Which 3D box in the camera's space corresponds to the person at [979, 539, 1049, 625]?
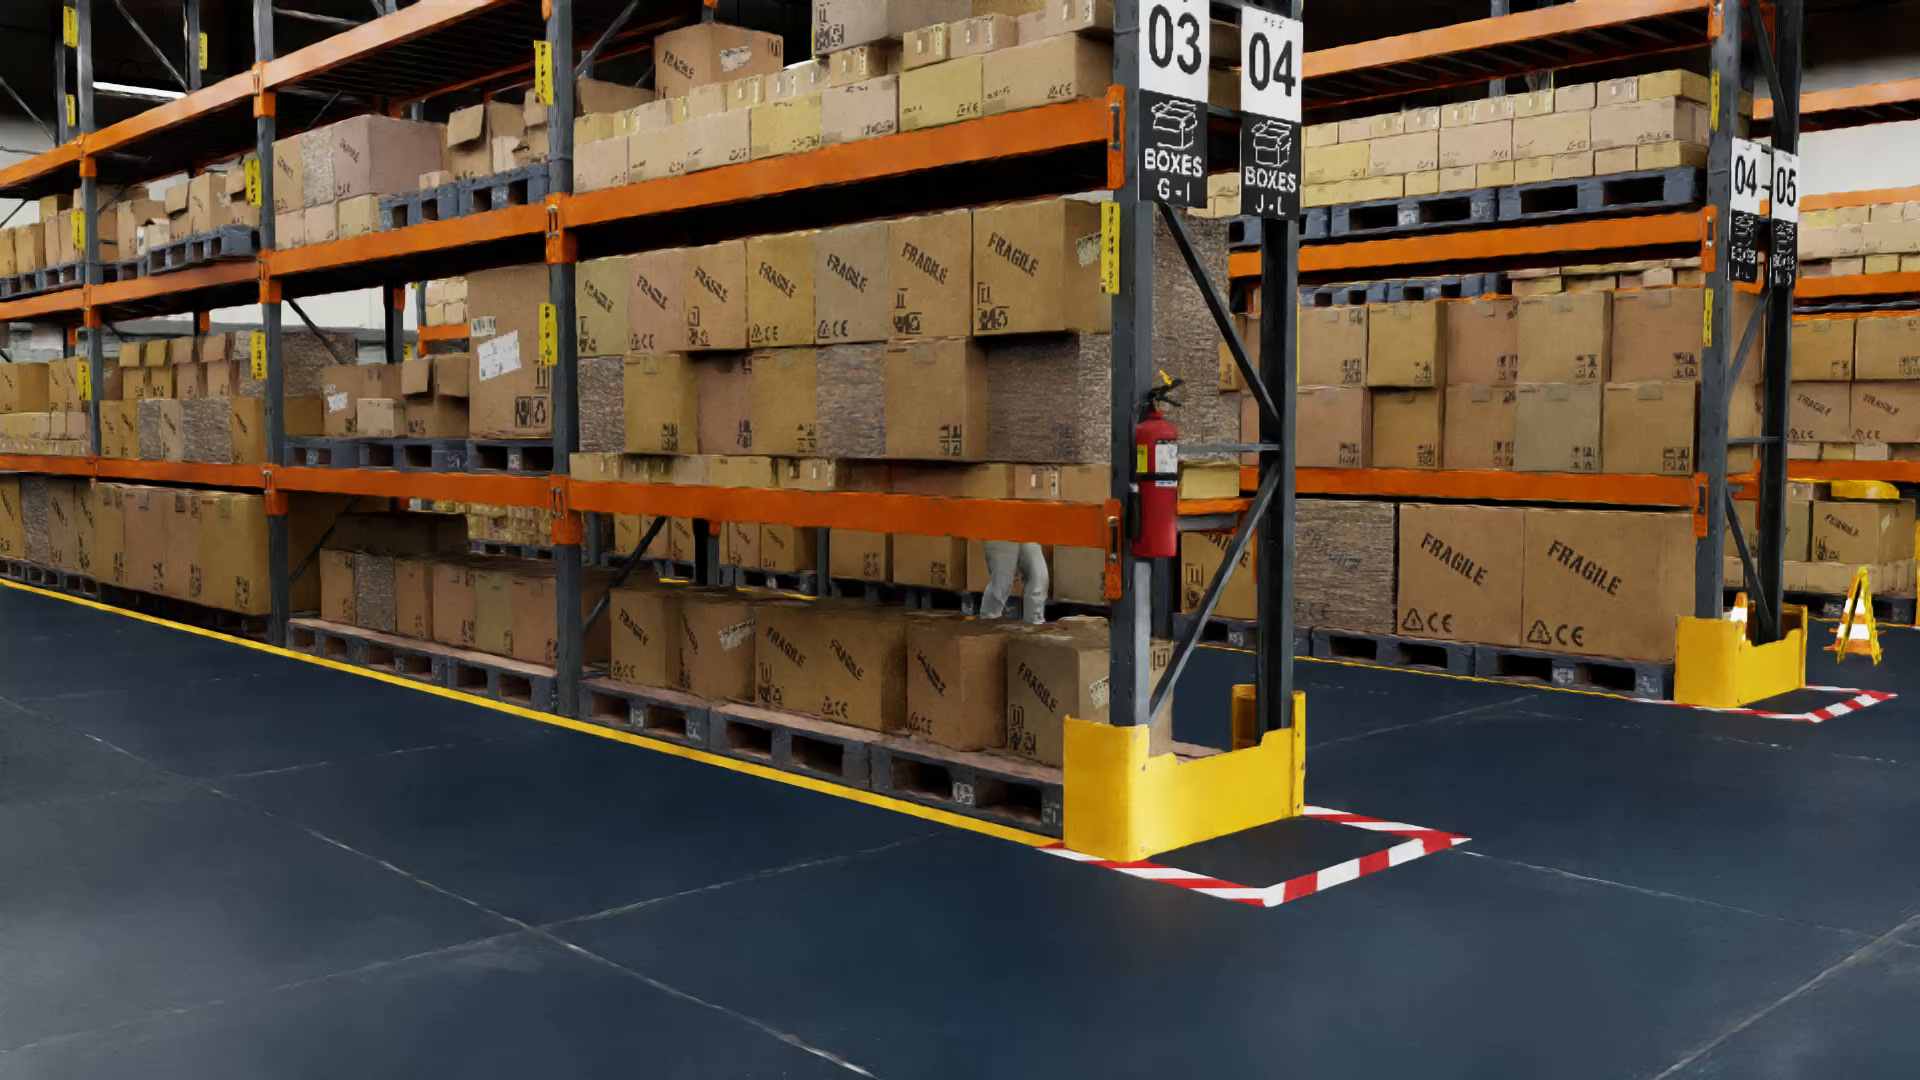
[{"bbox_3d":[0.414,-0.022,11.809,0.586,1.714,0.660,2,5,27],"label":"person"}]
